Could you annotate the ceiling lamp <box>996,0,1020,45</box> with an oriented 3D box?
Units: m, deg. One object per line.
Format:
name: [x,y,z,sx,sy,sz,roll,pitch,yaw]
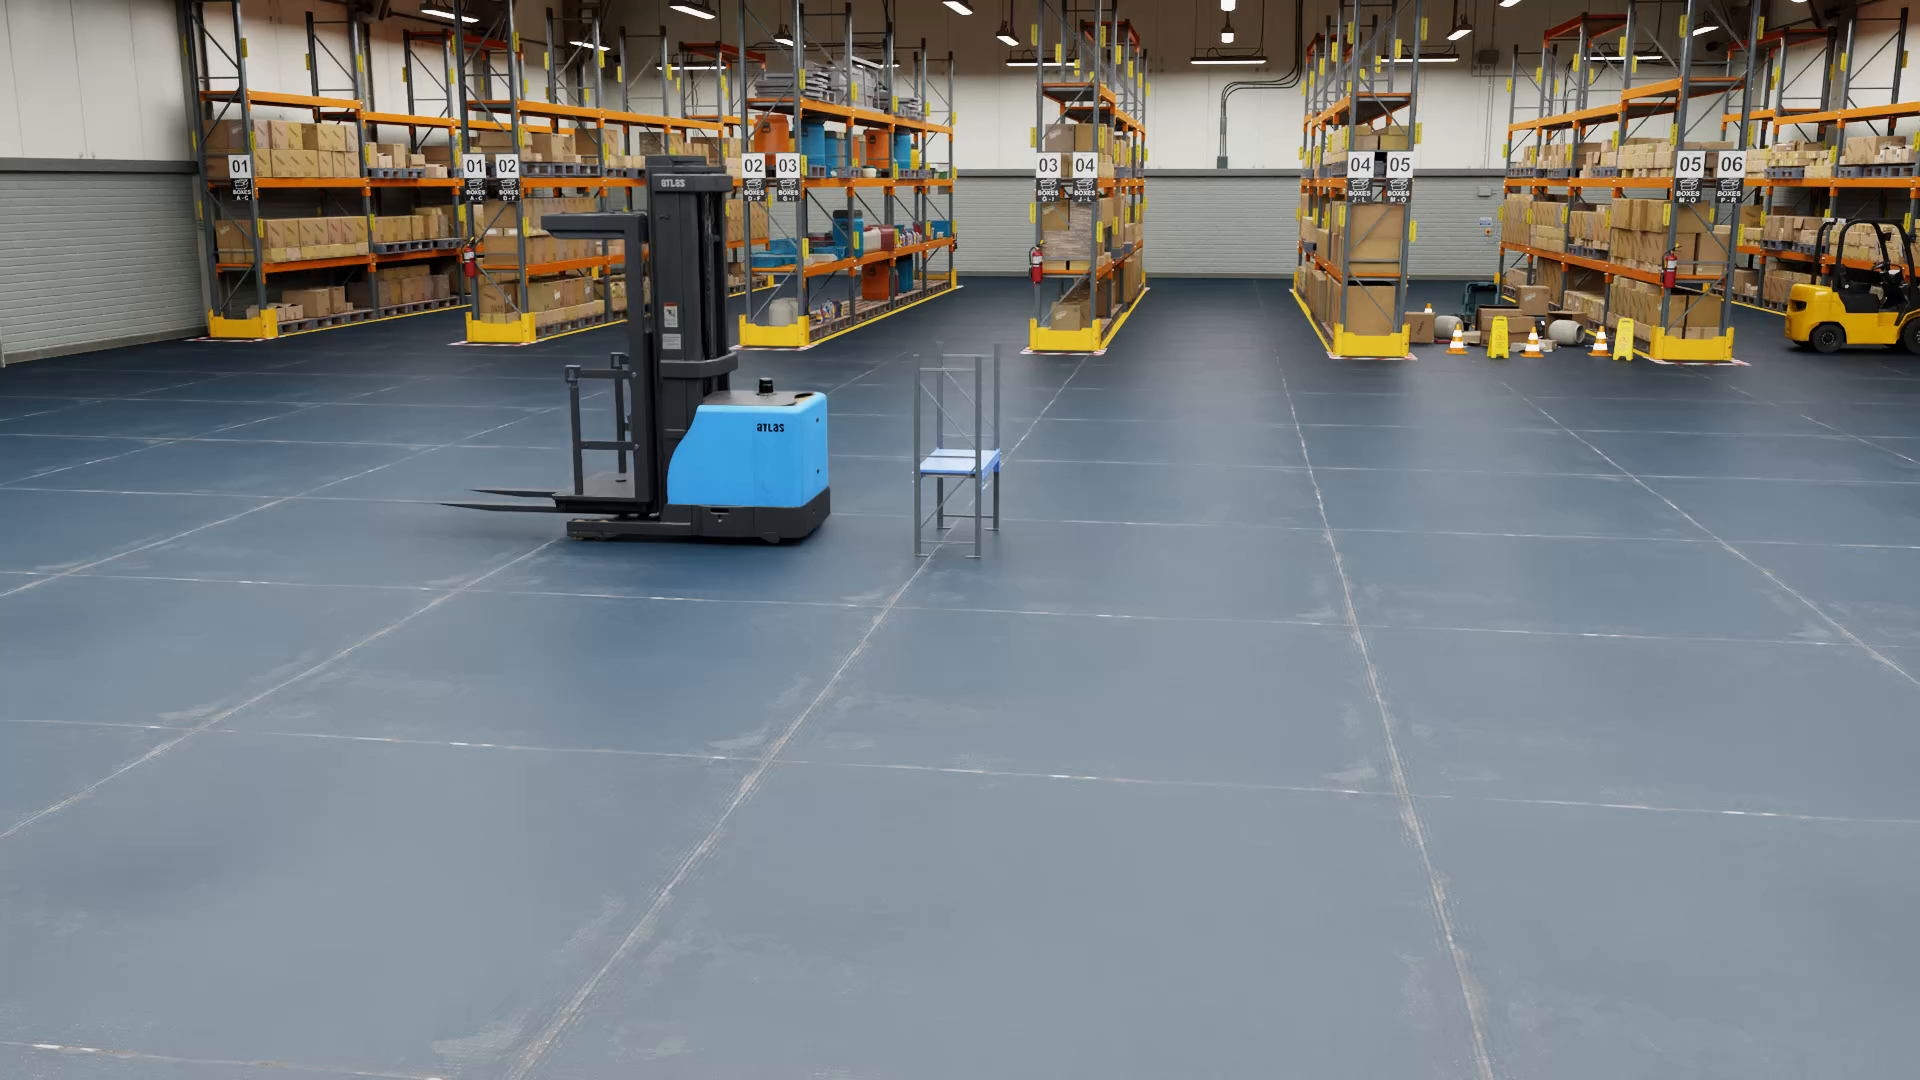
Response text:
ceiling lamp: [1.334,-12.821,37.269,0.800,3.185,2.000,2,12,9]

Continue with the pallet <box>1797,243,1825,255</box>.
pallet: [17.708,-5.874,33.587,1.213,0.211,1.003,2,12,9]

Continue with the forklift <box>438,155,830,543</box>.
forklift: [-2.624,-1.529,13.132,3.031,2.935,1.130,2,12,8]

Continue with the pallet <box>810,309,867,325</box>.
pallet: [-2.451,-4.435,33.074,1.003,0.211,1.213,2,12,9]

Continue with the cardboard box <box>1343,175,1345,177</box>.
cardboard box: [8.212,-7.750,34.476,0.500,0.500,0.500,2,12,9]

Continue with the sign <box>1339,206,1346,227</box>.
sign: [6.097,-5.161,26.512,0.100,0.325,0.005,2,12,9]

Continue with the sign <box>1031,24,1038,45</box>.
sign: [1.200,-8.130,26.763,0.100,0.325,0.005,2,12,9]

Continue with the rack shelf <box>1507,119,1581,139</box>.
rack shelf: [13.691,-9.619,38.926,1.077,0.370,4.000,2,12,9]

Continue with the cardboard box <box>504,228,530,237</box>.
cardboard box: [-7.769,-5.403,29.168,0.380,0.149,0.250,2,12,8]

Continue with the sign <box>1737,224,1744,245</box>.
sign: [12.074,-4.725,25.745,0.100,0.325,0.005,2,12,9]

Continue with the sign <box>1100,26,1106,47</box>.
sign: [2.281,-8.051,26.587,0.100,0.325,0.005,2,12,9]

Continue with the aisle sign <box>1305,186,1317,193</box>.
aisle sign: [8.806,-9.085,41.860,0.394,0.787,0.004,2,12,9]

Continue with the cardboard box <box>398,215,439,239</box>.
cardboard box: [-11.829,-6.836,36.312,0.700,0.500,0.500,1,12,3]

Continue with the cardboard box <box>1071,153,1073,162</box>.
cardboard box: [2.016,-6.278,27.296,0.380,0.149,0.250,2,12,8]

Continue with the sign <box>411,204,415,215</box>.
sign: [-12.256,-7.371,37.327,0.100,0.325,0.005,2,12,9]

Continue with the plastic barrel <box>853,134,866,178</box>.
plastic barrel: [-2.259,-8.014,34.750,0.600,0.901,0.600,0,12,0]

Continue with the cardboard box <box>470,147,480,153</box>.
cardboard box: [-11.562,-8.847,38.525,0.700,0.500,0.500,3,12,12]

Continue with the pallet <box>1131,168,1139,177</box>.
pallet: [3.727,-8.732,39.480,1.003,0.211,1.213,2,12,9]

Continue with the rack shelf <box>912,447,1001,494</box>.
rack shelf: [-0.013,-0.540,12.791,0.538,0.185,1.000,2,12,9]

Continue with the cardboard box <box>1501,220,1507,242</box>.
cardboard box: [13.641,-7.609,40.941,0.500,0.500,0.500,2,12,8]

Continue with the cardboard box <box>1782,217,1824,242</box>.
cardboard box: [17.792,-6.547,35.019,0.700,0.500,0.500,2,12,8]

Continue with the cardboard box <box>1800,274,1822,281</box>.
cardboard box: [17.717,-5.453,34.573,0.380,0.149,0.250,2,12,8]

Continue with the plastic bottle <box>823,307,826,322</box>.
plastic bottle: [-2.509,-4.121,30.428,0.097,0.271,0.097,0,12,0]

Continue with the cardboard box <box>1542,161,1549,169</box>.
cardboard box: [12.843,-8.123,36.003,0.380,0.166,0.250,1,12,5]

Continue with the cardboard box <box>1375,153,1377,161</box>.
cardboard box: [7.312,-6.538,28.453,0.380,0.149,0.250,2,12,8]

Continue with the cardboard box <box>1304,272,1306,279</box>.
cardboard box: [8.274,-6.196,38.984,0.380,0.149,0.250,2,12,9]

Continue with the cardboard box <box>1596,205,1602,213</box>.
cardboard box: [12.113,-6.174,31.042,0.380,0.149,0.250,1,12,6]

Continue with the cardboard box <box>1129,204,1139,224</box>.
cardboard box: [4.076,-7.880,40.306,0.500,0.500,0.500,1,12,7]

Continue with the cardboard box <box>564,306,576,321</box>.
cardboard box: [-7.508,-4.240,31.079,0.500,0.250,0.500,2,12,9]

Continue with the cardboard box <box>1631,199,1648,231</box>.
cardboard box: [11.462,-5.331,27.292,0.700,0.500,0.500,2,12,8]

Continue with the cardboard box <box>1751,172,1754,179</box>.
cardboard box: [18.255,-8.298,37.852,0.380,0.149,0.250,2,12,11]

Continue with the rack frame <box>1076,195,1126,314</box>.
rack frame: [2.976,-6.306,35.134,1.000,3.000,0.127,2,12,9]

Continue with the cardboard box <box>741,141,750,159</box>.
cardboard box: [-5.776,-9.981,42.455,0.700,0.500,0.500,2,12,9]

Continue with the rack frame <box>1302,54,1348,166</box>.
rack frame: [9.091,-10.722,41.387,1.000,3.000,0.127,2,12,9]

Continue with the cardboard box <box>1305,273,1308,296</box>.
cardboard box: [8.101,-5.795,37.700,0.500,0.500,0.500,2,12,11]

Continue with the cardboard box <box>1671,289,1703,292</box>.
cardboard box: [12.099,-3.924,27.833,0.500,0.500,0.500,2,12,10]

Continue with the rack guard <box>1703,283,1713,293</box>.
rack guard: [18.892,-6.252,40.819,1.175,0.500,0.348,2,12,9]

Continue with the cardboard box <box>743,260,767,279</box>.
cardboard box: [-5.422,-7.165,44.010,0.500,0.500,0.500,2,12,9]

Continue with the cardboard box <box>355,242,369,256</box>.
cardboard box: [-12.096,-5.783,33.016,0.500,0.250,0.500,2,12,9]

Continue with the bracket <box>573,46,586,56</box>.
bracket: [-10.630,-13.637,46.369,0.235,0.232,0.430,2,12,9]

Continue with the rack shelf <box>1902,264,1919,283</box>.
rack shelf: [16.750,-4.224,27.182,1.077,0.370,4.000,2,12,9]

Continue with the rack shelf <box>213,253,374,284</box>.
rack shelf: [-12.630,-5.187,31.649,1.077,0.370,4.000,2,12,9]

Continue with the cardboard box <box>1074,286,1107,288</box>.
cardboard box: [2.568,-4.692,32.535,0.700,0.500,0.500,2,12,8]

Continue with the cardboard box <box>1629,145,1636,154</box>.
cardboard box: [11.654,-6.667,28.393,0.380,0.149,0.250,2,12,8]

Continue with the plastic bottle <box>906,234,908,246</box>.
plastic bottle: [-1.225,-6.843,37.901,0.061,0.283,0.133,2,12,9]

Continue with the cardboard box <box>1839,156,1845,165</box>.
cardboard box: [17.319,-7.368,32.265,0.380,0.166,0.250,2,12,9]

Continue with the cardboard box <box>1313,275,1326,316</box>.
cardboard box: [7.405,-4.730,32.165,1.050,0.750,0.750,2,12,9]

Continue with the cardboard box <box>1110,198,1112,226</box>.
cardboard box: [2.488,-5.950,30.164,0.500,0.500,0.500,2,12,9]

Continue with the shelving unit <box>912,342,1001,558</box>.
shelving unit: [-0.013,-0.715,12.753,0.538,1.500,1.048,2,12,9]

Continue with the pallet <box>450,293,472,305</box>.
pallet: [-11.512,-5.586,38.413,1.003,0.211,1.213,2,12,9]

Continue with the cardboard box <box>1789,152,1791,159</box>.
cardboard box: [17.762,-8.134,35.152,0.380,0.149,0.250,2,12,9]

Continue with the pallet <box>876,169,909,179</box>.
pallet: [-1.704,-7.997,36.307,1.003,0.211,1.213,2,12,9]

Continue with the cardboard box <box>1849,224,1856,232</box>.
cardboard box: [17.251,-5.969,31.795,0.380,0.149,0.250,2,12,9]

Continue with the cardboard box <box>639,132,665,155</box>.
cardboard box: [-6.739,-8.722,36.616,0.500,0.500,0.500,2,12,9]

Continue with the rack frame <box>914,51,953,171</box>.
rack frame: [-0.688,-11.065,42.975,1.000,3.000,0.127,2,12,9]

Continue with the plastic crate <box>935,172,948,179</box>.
plastic crate: [-0.558,-9.280,42.317,0.450,0.188,0.336,2,12,9]

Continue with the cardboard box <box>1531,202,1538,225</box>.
cardboard box: [13.031,-7.273,37.011,0.500,0.500,0.500,2,12,9]
